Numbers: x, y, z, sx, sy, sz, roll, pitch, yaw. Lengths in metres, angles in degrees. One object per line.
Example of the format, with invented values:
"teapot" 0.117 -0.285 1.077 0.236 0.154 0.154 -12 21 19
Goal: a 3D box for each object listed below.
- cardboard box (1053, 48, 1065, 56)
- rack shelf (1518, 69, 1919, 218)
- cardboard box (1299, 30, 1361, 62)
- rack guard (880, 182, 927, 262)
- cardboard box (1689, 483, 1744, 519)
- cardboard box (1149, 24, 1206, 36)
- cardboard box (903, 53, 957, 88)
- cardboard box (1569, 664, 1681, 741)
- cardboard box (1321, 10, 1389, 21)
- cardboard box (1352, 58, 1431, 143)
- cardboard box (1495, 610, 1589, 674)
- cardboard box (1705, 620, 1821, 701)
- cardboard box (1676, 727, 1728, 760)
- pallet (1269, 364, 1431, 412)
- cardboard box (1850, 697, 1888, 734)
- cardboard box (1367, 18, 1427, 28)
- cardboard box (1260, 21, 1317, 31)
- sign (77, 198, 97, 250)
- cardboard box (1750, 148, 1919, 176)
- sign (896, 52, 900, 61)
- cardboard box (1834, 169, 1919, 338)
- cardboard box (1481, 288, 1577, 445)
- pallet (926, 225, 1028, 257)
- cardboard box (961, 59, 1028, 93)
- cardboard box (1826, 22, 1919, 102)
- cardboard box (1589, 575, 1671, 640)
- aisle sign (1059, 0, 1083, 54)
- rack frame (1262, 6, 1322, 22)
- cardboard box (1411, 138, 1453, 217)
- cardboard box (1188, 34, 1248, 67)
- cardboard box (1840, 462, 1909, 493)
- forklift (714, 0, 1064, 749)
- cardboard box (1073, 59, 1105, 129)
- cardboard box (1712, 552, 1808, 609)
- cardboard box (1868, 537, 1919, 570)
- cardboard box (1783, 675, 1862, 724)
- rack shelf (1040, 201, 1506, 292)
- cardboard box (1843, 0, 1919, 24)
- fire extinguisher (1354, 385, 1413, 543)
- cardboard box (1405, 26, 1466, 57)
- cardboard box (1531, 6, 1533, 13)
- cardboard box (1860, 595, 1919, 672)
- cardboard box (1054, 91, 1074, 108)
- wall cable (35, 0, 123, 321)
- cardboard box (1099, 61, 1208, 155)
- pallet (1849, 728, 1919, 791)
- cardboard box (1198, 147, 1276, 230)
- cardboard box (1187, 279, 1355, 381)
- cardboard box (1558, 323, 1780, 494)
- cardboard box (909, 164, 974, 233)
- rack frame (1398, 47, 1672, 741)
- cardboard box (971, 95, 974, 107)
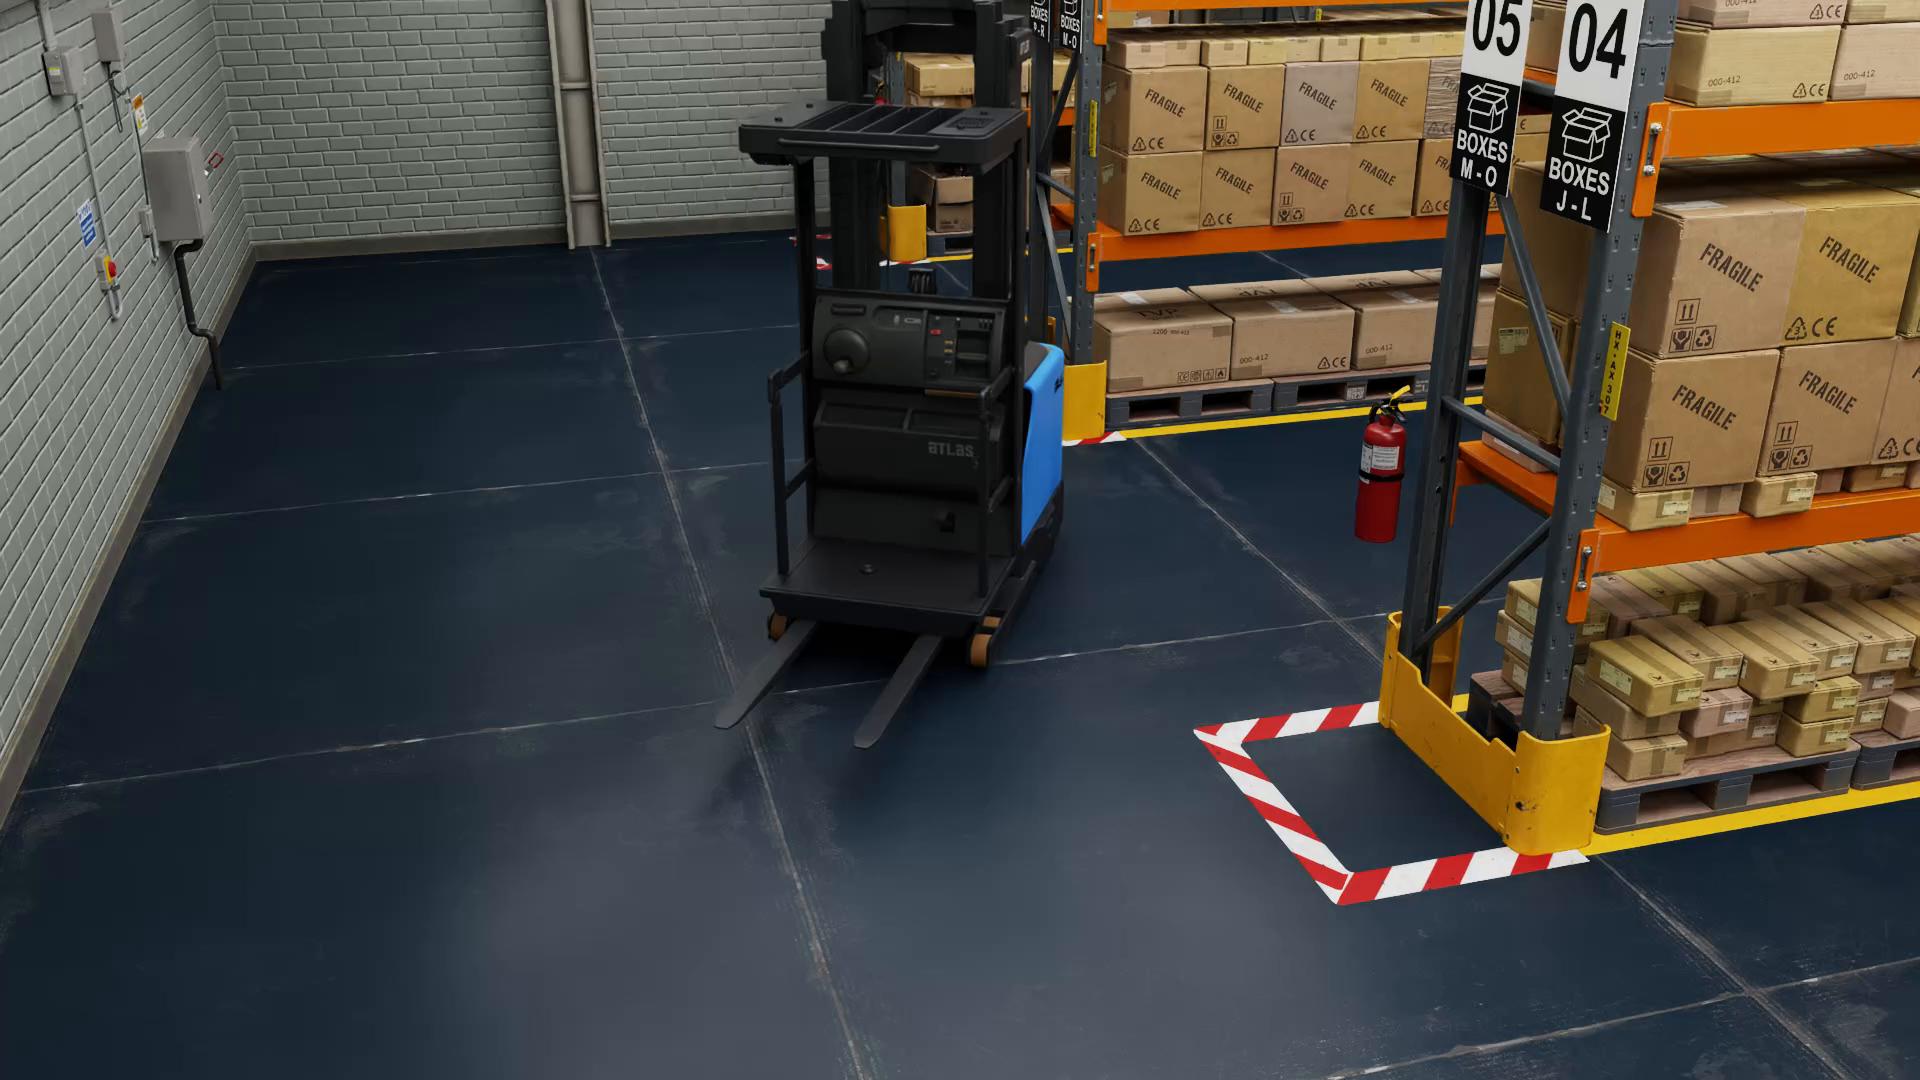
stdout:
"cardboard box" 1.161 -4.517 15.785 0.500 0.250 0.500 -6 24 -14
"rack shelf" 4.016 -1.646 6.391 4.000 0.370 1.077 -6 24 -14
"cardboard box" 2.326 -3.123 10.506 0.250 0.149 0.380 -6 24 -14
"rack guard" -0.615 -2.997 15.602 0.348 0.500 1.175 -6 24 -14
"cardboard box" 2.725 -0.223 6.284 0.250 0.149 0.380 -5 24 -12
"cardboard box" 1.411 -3.267 10.843 0.250 0.149 0.380 -7 24 -15
"cardboard box" -0.317 -4.356 15.410 0.500 0.250 0.500 -6 24 -13
"cardboard box" 2.664 0.637 6.668 0.250 0.149 0.380 -5 24 -12
"cardboard box" 3.689 -4.770 15.903 0.500 0.500 0.700 -6 24 -13
"cardboard box" 2.664 -2.871 10.743 0.500 0.500 0.500 -6 24 -14
"cardboard box" 2.522 0.430 7.149 0.250 0.149 0.380 -7 24 -16
"cardboard box" 3.197 0.478 6.660 0.250 0.149 0.380 -6 24 -15
"cardboard box" 2.911 0.738 6.808 0.250 0.149 0.380 -6 24 -15
"pallet" 2.577 -1.216 11.816 1.213 0.211 1.003 -6 24 -14
"cardboard box" 3.644 0.660 6.990 0.250 0.149 0.380 -6 24 -14
"cardboard box" 2.917 -3.393 11.137 0.250 0.149 0.380 -6 24 -15
"cardboard box" 2.161 -3.329 10.986 0.250 0.149 0.380 -6 24 -13
"sign" -4.813 -1.744 9.167 0.001 0.218 0.327 -6 24 -14
"cardboard box" 3.450 -1.284 6.665 0.500 0.500 0.500 -5 24 -12
"sign" -0.542 -4.330 14.439 0.005 0.325 0.100 -6 24 -14
"cardboard box" 3.586 -1.078 6.186 0.500 0.500 0.500 -7 24 -16
"cardboard box" 2.454 -0.714 6.605 0.500 0.500 0.500 -6 24 -13
"pallet" 0.152 -2.950 15.858 1.213 0.211 1.003 -6 24 -14
"cardboard box" 0.307 -4.206 15.061 0.500 0.250 0.500 -6 24 -14
"cardboard box" 3.100 -1.700 5.795 0.500 0.250 0.500 -6 24 -13
"cardboard box" 2.789 0.301 7.074 0.250 0.149 0.380 -6 24 -13
"aisle sign" 0.665 -3.331 9.912 0.004 0.787 0.394 -6 24 -14
"rack frame" 3.163 -4.564 16.083 0.127 3.000 1.000 -6 24 -14
"cardboard box" 3.156 -2.464 11.061 0.500 0.500 0.500 -7 24 -15
"cardboard box" 1.587 -3.029 10.289 0.250 0.149 0.380 -6 24 -13
"cardboard box" 3.479 -0.330 6.535 0.250 0.149 0.380 -7 24 -15
"forklift" -0.300 -0.910 7.655 1.130 2.935 3.031 6 24 14
"cardboard box" 1.056 -2.901 10.813 0.500 0.500 0.500 -6 24 -13
"cardboard box" 3.514 0.172 7.374 0.250 0.149 0.380 -5 24 -12
"cardboard box" 4.291 0.136 7.458 0.250 0.149 0.380 -7 24 -17
"cardboard box" 3.431 0.583 6.793 0.250 0.149 0.380 -6 24 -13
"rack shelf" 2.582 -2.136 11.337 4.000 0.370 1.077 -6 24 -14
"cardboard box" 3.086 -1.929 5.693 0.500 0.250 0.500 -7 24 -15
"fire extinguisher" 1.723 -0.327 6.779 0.183 0.674 0.296 -6 24 -14
"cardboard box" 3.049 -3.218 10.728 0.250 0.149 0.380 -7 24 -15
"cardboard box" 5.493 -4.987 16.404 0.637 0.503 0.797 -7 24 -16
"cardboard box" 3.949 0.384 6.880 0.250 0.149 0.380 -6 24 -14
"cardboard box" 0.956 -4.072 15.254 0.250 0.149 0.380 -7 24 -16
"wall cable" -4.767 -2.126 9.072 0.123 1.953 0.585 -6 24 -14
"cardboard box" 1.195 -2.702 10.349 0.500 0.500 0.500 -7 24 -16
"pallet" 4.128 0.686 7.383 1.213 0.211 1.003 -6 24 -14
"cardboard box" 1.675 -2.307 10.695 0.500 0.500 0.500 -7 24 -15
"cardboard box" 2.143 -1.479 11.608 0.875 0.438 0.875 -6 24 -13
"cardboard box" 2.597 -0.511 6.133 0.500 0.500 0.500 -5 24 -12
"cardboard box" -0.074 -3.213 15.568 0.637 0.503 0.797 -7 24 -16
"rack frame" 2.091 -0.385 6.344 0.127 3.000 1.000 -6 24 -14
"cardboard box" 0.178 -4.039 15.179 0.250 0.149 0.380 -7 24 -15
